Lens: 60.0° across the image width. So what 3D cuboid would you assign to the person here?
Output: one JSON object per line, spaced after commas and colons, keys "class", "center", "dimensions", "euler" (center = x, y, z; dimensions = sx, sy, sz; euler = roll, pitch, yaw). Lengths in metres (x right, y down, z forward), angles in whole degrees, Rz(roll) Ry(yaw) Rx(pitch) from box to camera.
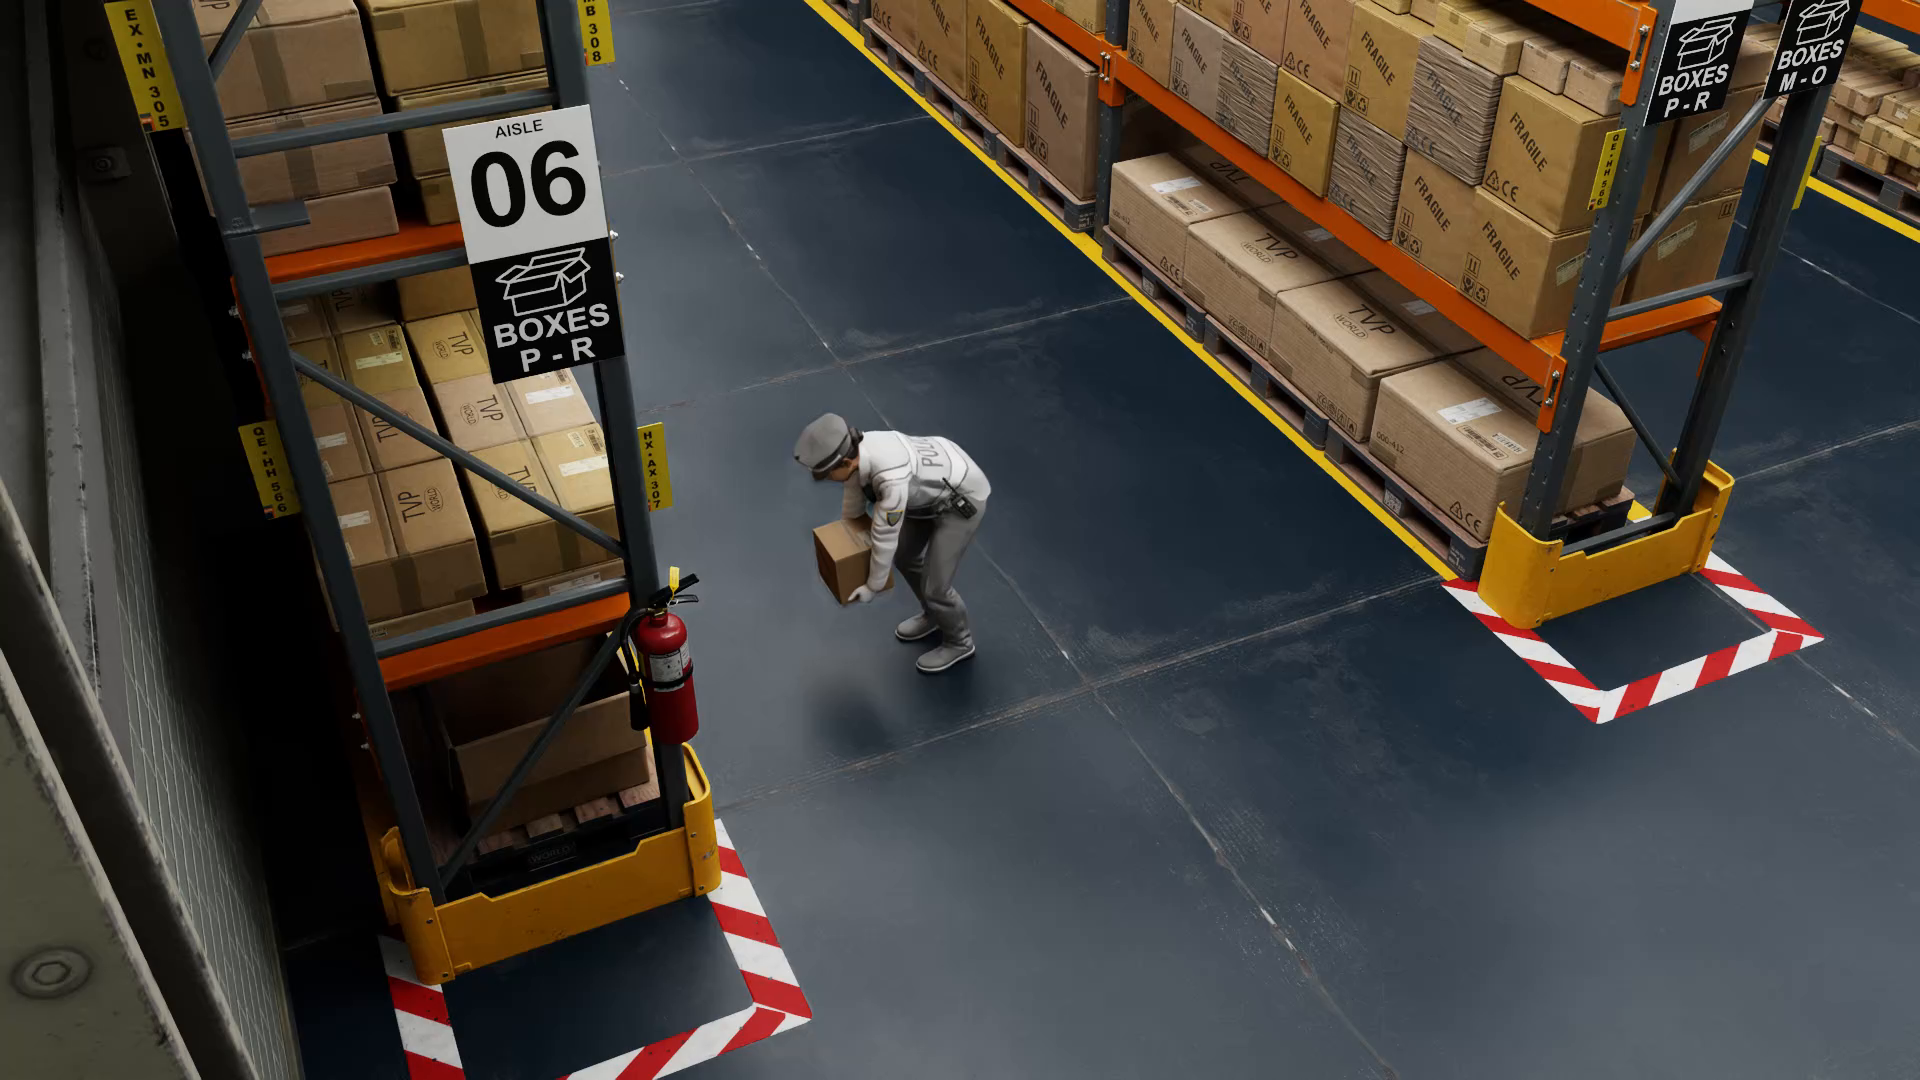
{"class": "person", "center": [-0.282, -0.003, 7.113], "dimensions": [0.849, 1.359, 0.419], "euler": [-17, 41, -21]}
